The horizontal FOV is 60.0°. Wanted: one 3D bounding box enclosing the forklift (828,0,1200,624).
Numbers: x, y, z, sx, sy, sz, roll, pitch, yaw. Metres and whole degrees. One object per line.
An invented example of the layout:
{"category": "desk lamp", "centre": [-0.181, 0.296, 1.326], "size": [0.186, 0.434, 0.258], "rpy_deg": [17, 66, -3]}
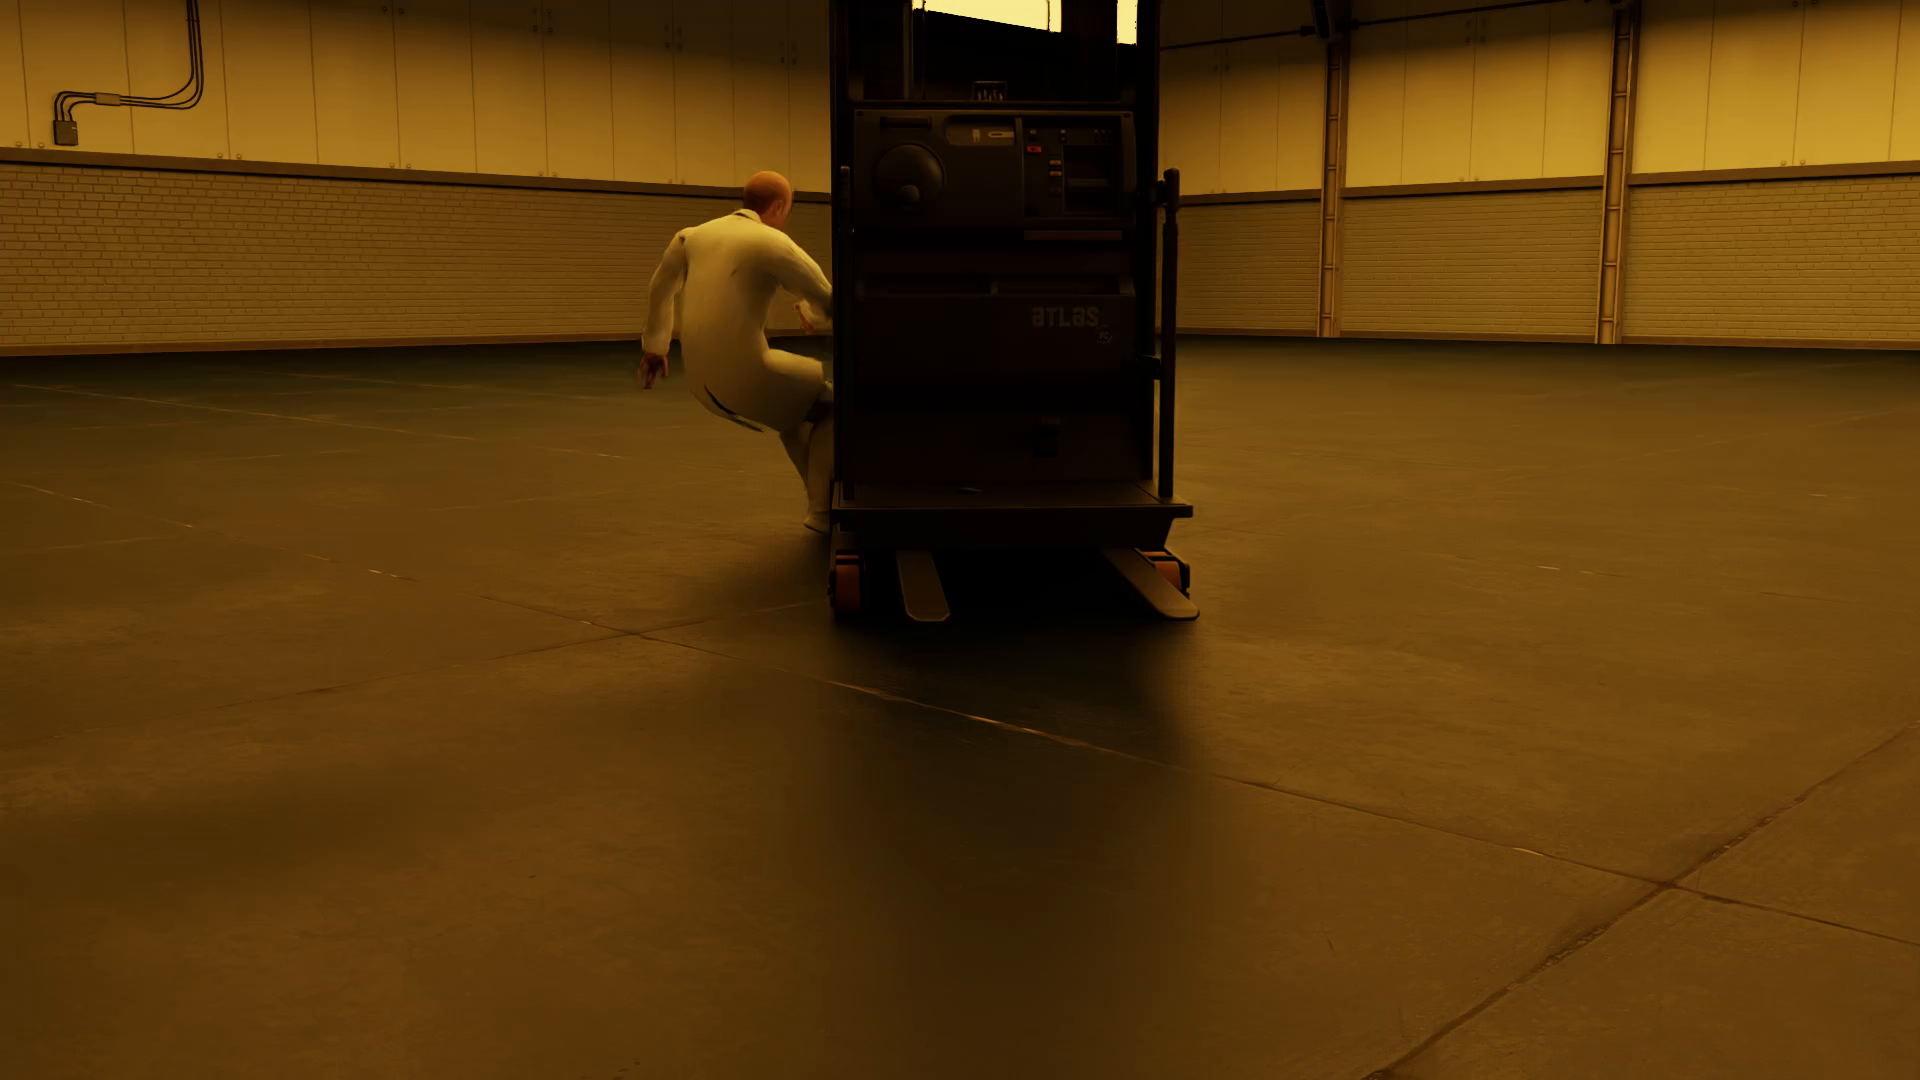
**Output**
{"category": "forklift", "centre": [0.131, -1.264, 5.267], "size": [1.130, 2.935, 3.031], "rpy_deg": [-1, 9, -4]}

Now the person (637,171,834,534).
{"category": "person", "centre": [-0.751, -0.748, 6.964], "size": [0.950, 1.539, 0.962], "rpy_deg": [7, 11, 40]}
